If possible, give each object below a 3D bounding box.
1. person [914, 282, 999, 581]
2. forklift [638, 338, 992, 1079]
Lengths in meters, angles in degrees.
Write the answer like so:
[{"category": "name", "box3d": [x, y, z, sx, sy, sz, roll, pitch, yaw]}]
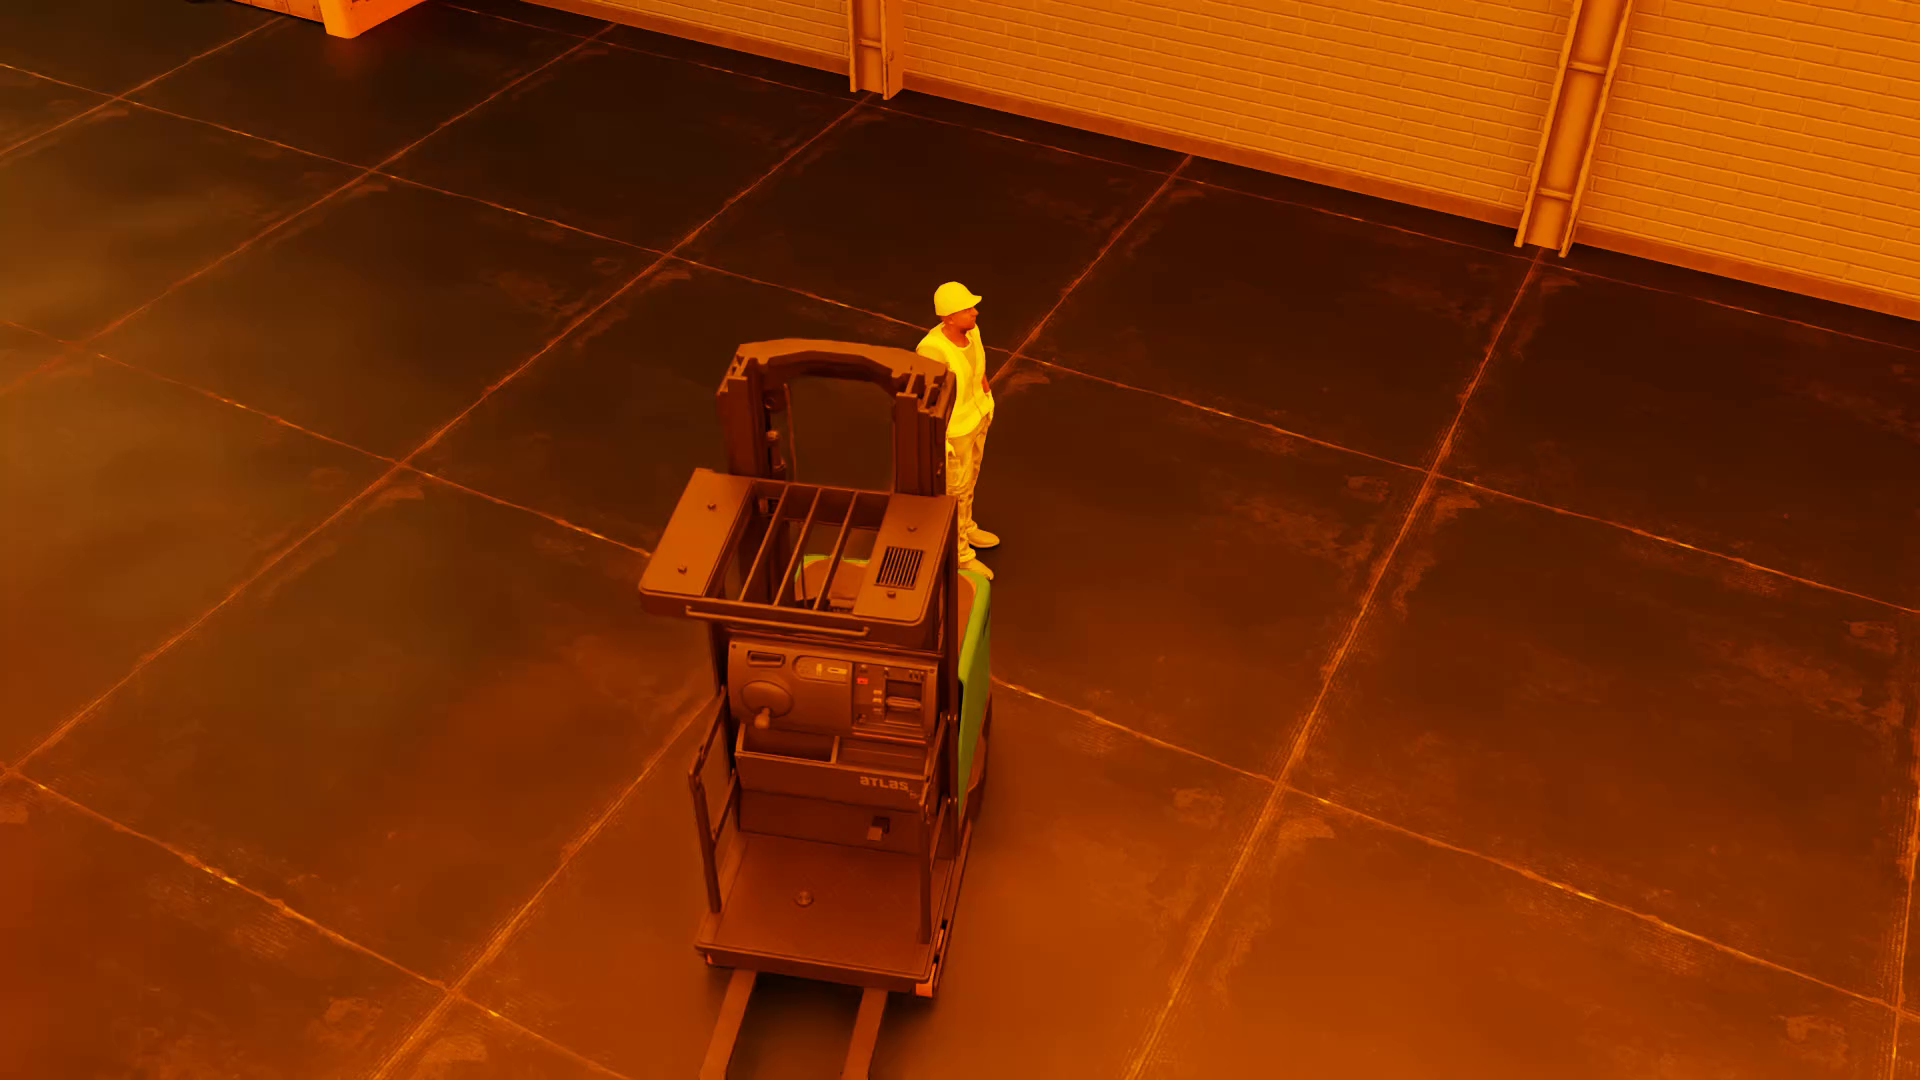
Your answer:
[{"category": "person", "box3d": [0.061, -0.661, 9.652, 0.575, 1.784, 0.656, 18, 43, 21]}, {"category": "forklift", "box3d": [-0.593, 0.745, 7.102, 1.130, 2.935, 3.031, 6, 41, 8]}]
